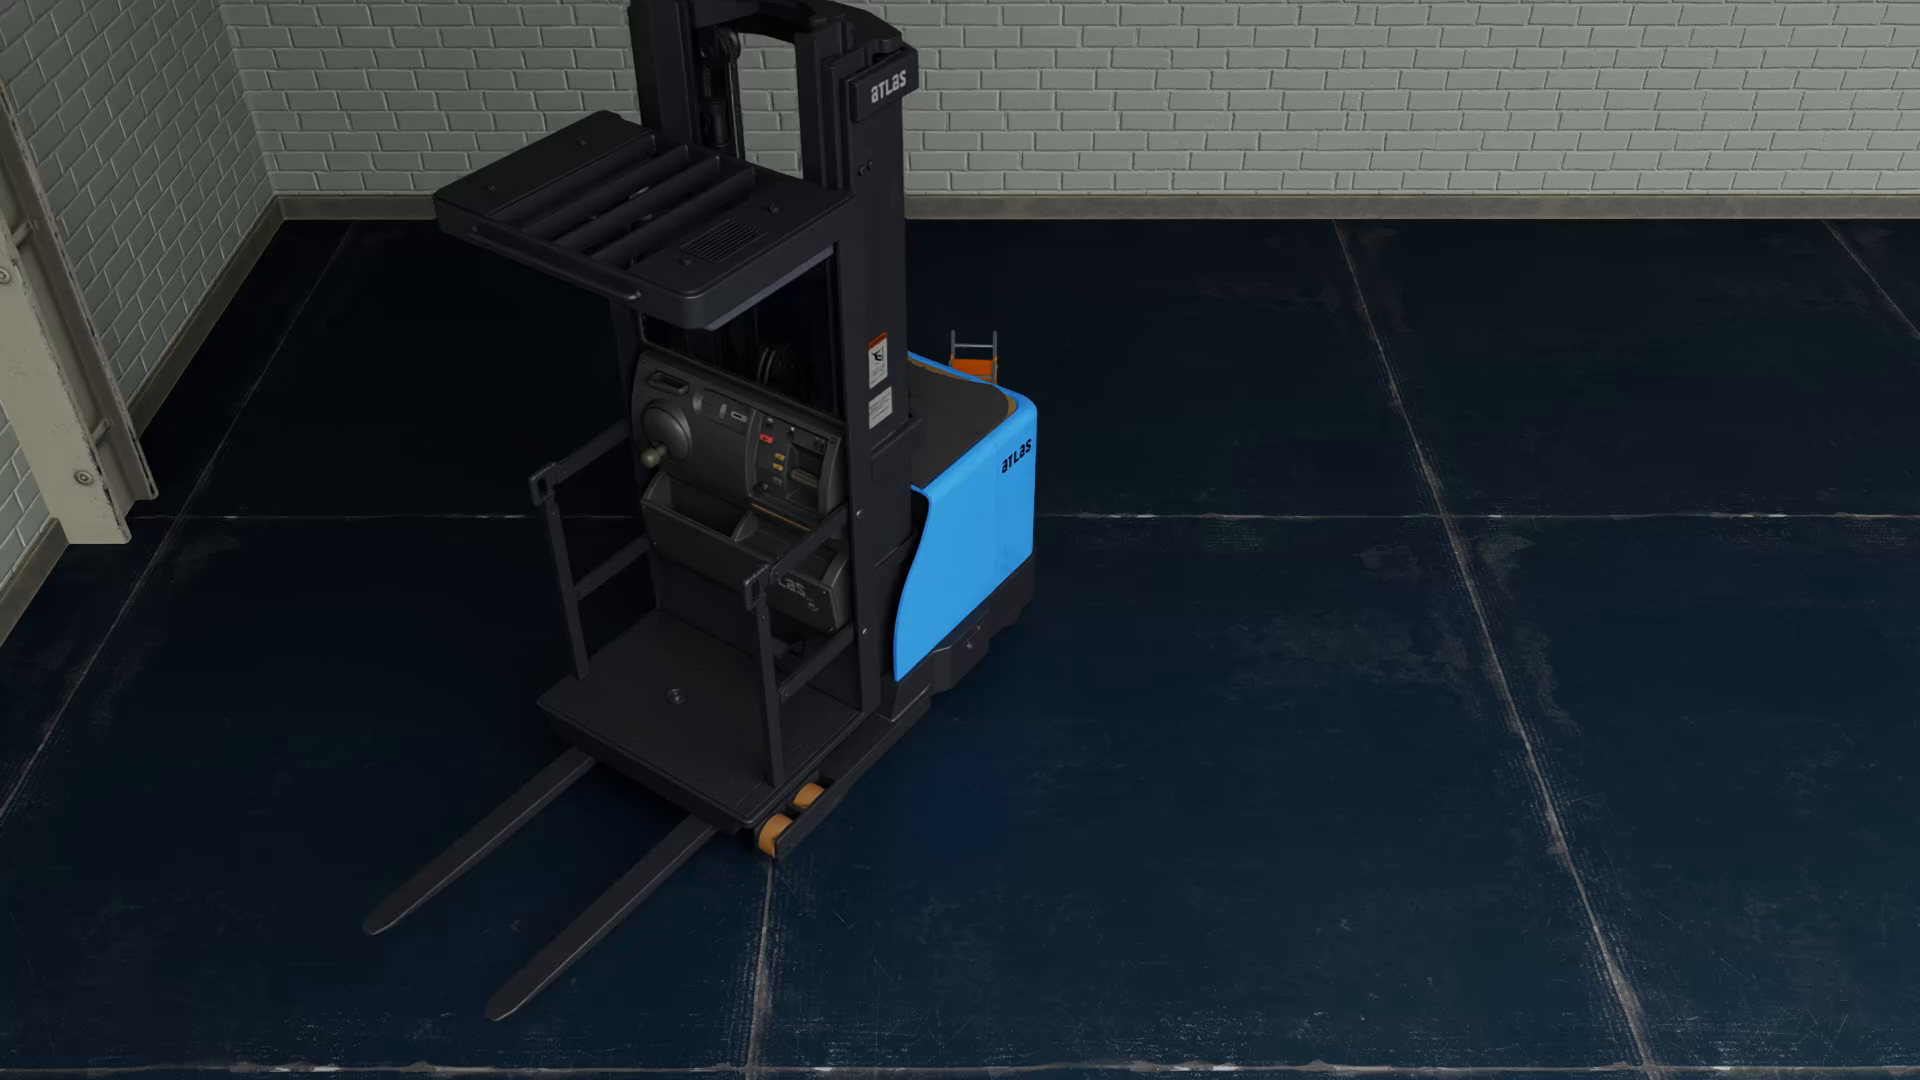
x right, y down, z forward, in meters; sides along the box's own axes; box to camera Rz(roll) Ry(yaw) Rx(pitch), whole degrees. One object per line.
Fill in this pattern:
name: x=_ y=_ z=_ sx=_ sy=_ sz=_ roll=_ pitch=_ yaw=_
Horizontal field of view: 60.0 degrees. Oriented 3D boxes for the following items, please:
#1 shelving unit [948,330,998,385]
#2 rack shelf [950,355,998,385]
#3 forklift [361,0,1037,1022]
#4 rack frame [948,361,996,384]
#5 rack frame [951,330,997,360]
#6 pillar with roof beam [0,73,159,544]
shelving unit: x=0.056 y=-0.418 z=7.433 sx=0.215 sy=1.050 sz=0.252 roll=1 pitch=39 yaw=2
rack shelf: x=0.056 y=-0.632 z=7.262 sx=0.215 sy=0.259 sz=0.240 roll=1 pitch=39 yaw=2
forklift: x=-0.925 y=-0.291 z=5.770 sx=1.130 sy=2.935 sz=3.031 roll=24 pitch=44 yaw=27
rack frame: x=0.051 y=-0.342 z=7.337 sx=0.200 sy=1.050 sz=0.008 roll=1 pitch=39 yaw=2
rack frame: x=0.061 y=-0.495 z=7.528 sx=0.200 sy=1.050 sz=0.008 roll=1 pitch=39 yaw=2
pillar with roof beam: x=0.281 y=-3.622 z=5.074 sx=9.100 sy=9.000 sz=0.400 roll=0 pitch=39 yaw=0
